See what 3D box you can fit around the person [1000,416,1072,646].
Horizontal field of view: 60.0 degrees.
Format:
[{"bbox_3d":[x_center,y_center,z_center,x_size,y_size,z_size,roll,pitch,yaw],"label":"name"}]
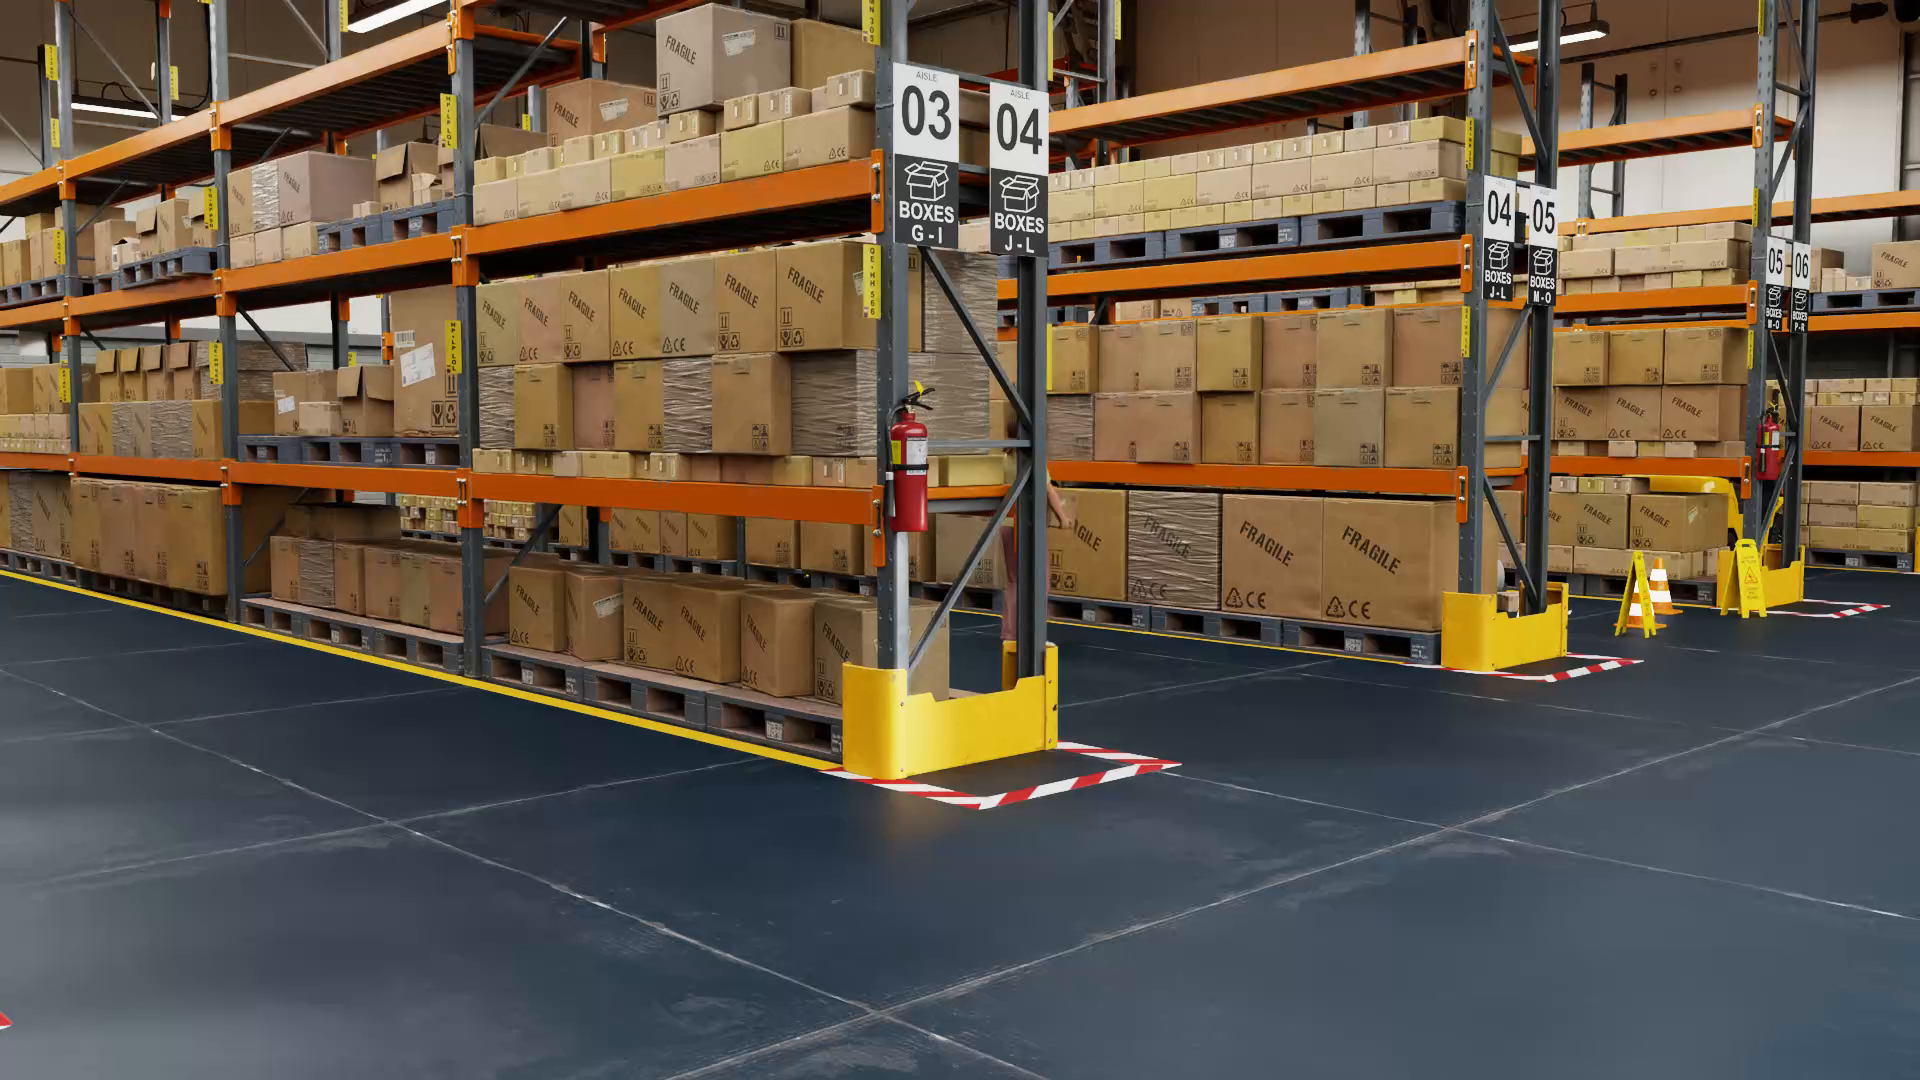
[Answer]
[{"bbox_3d":[0.510,-0.048,11.774,0.538,1.668,0.404,-4,6,-44],"label":"person"}]
